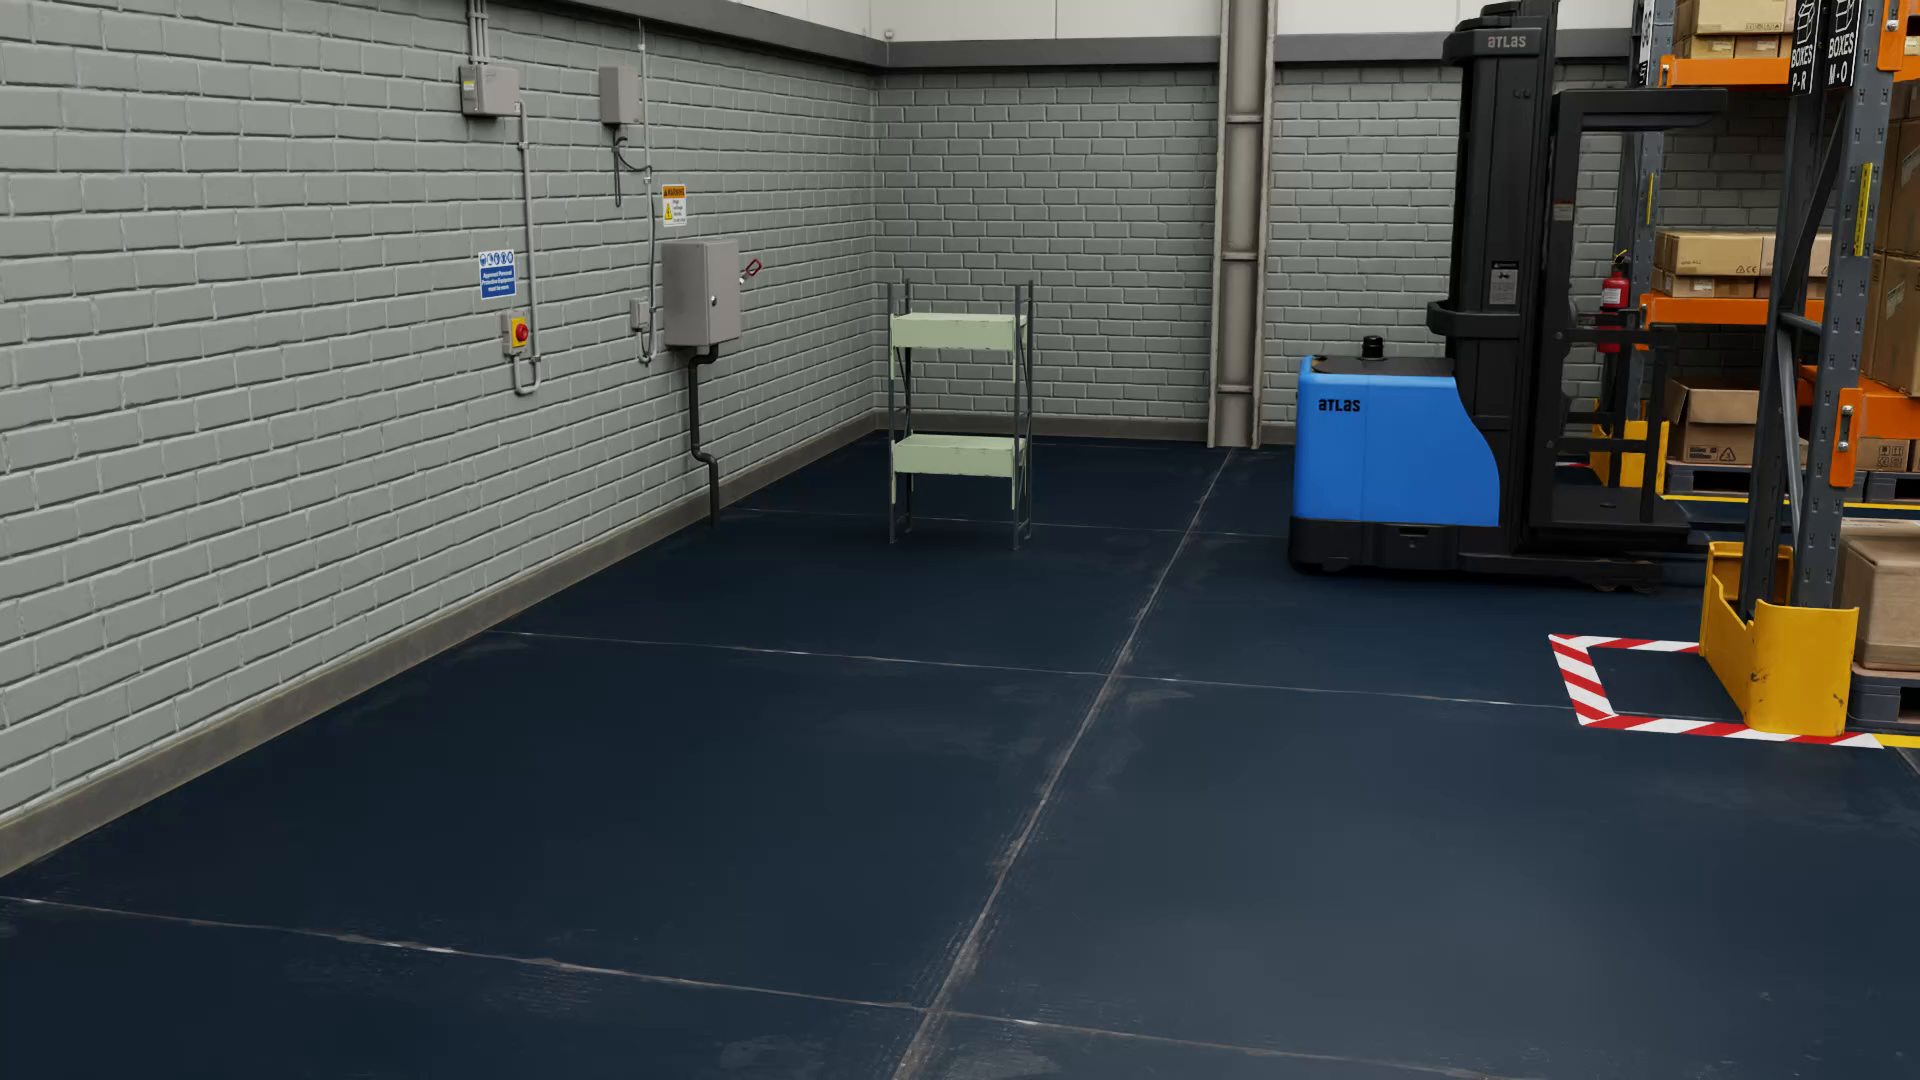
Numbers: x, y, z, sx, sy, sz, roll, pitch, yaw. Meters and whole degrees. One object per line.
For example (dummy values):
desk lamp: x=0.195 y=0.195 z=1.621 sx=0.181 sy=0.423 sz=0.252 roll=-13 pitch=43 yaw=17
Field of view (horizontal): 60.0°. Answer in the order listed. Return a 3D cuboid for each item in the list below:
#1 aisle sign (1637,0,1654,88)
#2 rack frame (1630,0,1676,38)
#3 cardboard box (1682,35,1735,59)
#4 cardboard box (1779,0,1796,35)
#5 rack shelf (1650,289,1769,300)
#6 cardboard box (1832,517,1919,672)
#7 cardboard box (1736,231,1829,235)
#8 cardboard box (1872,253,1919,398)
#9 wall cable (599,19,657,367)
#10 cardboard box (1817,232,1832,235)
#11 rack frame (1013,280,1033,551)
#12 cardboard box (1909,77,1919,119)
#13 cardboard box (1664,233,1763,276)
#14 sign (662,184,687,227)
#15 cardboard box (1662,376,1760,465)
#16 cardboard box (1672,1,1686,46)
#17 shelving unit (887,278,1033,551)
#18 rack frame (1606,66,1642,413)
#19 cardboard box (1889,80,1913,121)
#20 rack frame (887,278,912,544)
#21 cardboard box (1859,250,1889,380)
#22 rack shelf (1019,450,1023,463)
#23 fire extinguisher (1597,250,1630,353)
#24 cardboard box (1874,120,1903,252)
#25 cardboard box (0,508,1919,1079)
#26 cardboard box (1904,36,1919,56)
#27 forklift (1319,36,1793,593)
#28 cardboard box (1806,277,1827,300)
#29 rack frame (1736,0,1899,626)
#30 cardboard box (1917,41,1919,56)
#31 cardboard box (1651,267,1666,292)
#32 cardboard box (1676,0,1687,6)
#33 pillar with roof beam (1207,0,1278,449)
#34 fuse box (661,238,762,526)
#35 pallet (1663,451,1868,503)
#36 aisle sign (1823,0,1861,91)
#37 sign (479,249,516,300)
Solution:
aisle sign: x=4.424 y=-3.094 z=10.752 sx=0.004 sy=0.787 sz=0.394 roll=3 pitch=13 yaw=14
rack frame: x=4.561 y=-4.812 z=10.646 sx=0.127 sy=3.000 sz=1.000 roll=3 pitch=13 yaw=14
cardboard box: x=4.815 y=-3.159 z=10.704 sx=0.250 sy=0.149 sz=0.380 roll=3 pitch=13 yaw=15
cardboard box: x=5.425 y=-3.317 z=10.493 sx=0.500 sy=0.250 sz=0.500 roll=3 pitch=13 yaw=15
rack shelf: x=6.503 y=-1.524 z=10.885 sx=3.809 sy=0.124 sz=0.919 roll=3 pitch=13 yaw=14
cardboard box: x=4.040 y=0.220 z=6.763 sx=0.875 sy=0.438 sz=0.875 roll=3 pitch=13 yaw=12
cardboard box: x=5.571 y=-1.960 z=11.302 sx=0.500 sy=0.250 sz=0.500 roll=3 pitch=13 yaw=14
cardboard box: x=3.773 y=-0.803 z=6.195 sx=0.500 sy=0.500 sz=0.500 roll=3 pitch=13 yaw=13
wall cable: x=-1.776 y=-1.922 z=9.124 sx=0.122 sy=1.984 sz=0.588 roll=3 pitch=13 yaw=14
cardboard box: x=6.051 y=-1.933 z=11.182 sx=0.500 sy=0.250 sz=0.500 roll=3 pitch=13 yaw=15
rack frame: x=0.362 y=-0.713 z=9.484 sx=0.023 sy=1.500 sz=0.400 roll=3 pitch=13 yaw=14
cardboard box: x=3.654 y=-1.616 z=6.056 sx=0.250 sy=0.149 sz=0.380 roll=3 pitch=13 yaw=15
cardboard box: x=4.937 y=-1.875 z=10.919 sx=0.500 sy=0.250 sz=0.500 roll=3 pitch=13 yaw=14
sign: x=-1.674 y=-1.963 z=9.751 sx=0.001 sy=0.242 sz=0.339 roll=3 pitch=13 yaw=14
cardboard box: x=5.132 y=-0.818 z=11.288 sx=0.637 sy=0.503 sz=0.797 roll=3 pitch=13 yaw=11
cardboard box: x=5.058 y=-3.454 z=11.109 sx=0.500 sy=0.250 sz=0.500 roll=3 pitch=13 yaw=13
shelving unit: x=0.006 y=-0.732 z=9.570 sx=0.755 sy=1.500 sz=0.400 roll=3 pitch=13 yaw=14
rack frame: x=4.560 y=-1.882 z=11.293 sx=0.053 sy=2.616 sz=0.949 roll=3 pitch=13 yaw=14
cardboard box: x=3.772 y=-1.716 z=6.507 sx=0.250 sy=0.149 sz=0.380 roll=3 pitch=13 yaw=14
rack frame: x=-0.349 y=-0.751 z=9.655 sx=0.023 sy=1.500 sz=0.400 roll=3 pitch=13 yaw=14
cardboard box: x=3.907 y=-0.919 z=6.718 sx=0.500 sy=0.500 sz=0.500 roll=3 pitch=13 yaw=14
rack shelf: x=0.006 y=-0.483 z=9.625 sx=0.664 sy=0.071 sz=0.332 roll=3 pitch=13 yaw=14
fire extinguisher: x=4.307 y=-1.574 z=10.941 sx=0.183 sy=0.674 sz=0.296 roll=3 pitch=13 yaw=14
cardboard box: x=3.900 y=-1.401 z=6.584 sx=0.500 sy=0.500 sz=0.500 roll=4 pitch=13 yaw=15
cardboard box: x=4.263 y=0.002 z=6.146 sx=13.522 sy=1.550 sz=6.103 roll=3 pitch=13 yaw=13
cardboard box: x=5.794 y=-3.088 z=10.381 sx=0.250 sy=0.149 sz=0.380 roll=3 pitch=13 yaw=13
forklift: x=3.382 y=-1.238 z=8.749 sx=2.937 sy=2.843 sz=1.107 roll=3 pitch=13 yaw=12
cardboard box: x=5.567 y=-1.650 z=10.825 sx=0.250 sy=0.149 sz=0.380 roll=3 pitch=13 yaw=15
rack frame: x=3.375 y=-0.839 z=6.591 sx=0.127 sy=3.000 sz=1.000 roll=3 pitch=13 yaw=14
cardboard box: x=6.049 y=-3.088 z=10.381 sx=0.250 sy=0.149 sz=0.380 roll=3 pitch=13 yaw=13
cardboard box: x=4.947 y=-1.800 z=11.500 sx=0.250 sy=0.149 sz=0.380 roll=3 pitch=13 yaw=13
cardboard box: x=5.059 y=-3.699 z=11.062 sx=0.500 sy=0.250 sz=0.500 roll=3 pitch=13 yaw=12
pillar with roof beam: x=1.128 y=-4.236 z=8.051 sx=0.400 sy=9.000 sz=9.100 roll=3 pitch=13 yaw=14
fuse box: x=-1.460 y=-0.932 z=9.984 sx=0.414 sy=1.711 sz=0.539 roll=3 pitch=13 yaw=14
pallet: x=5.409 y=-0.477 z=11.395 sx=1.213 sy=0.211 sz=1.003 roll=3 pitch=13 yaw=14
aisle sign: x=3.236 y=-2.051 z=6.051 sx=0.004 sy=0.787 sz=0.394 roll=3 pitch=13 yaw=14
sign: x=-2.176 y=-1.252 z=7.827 sx=0.001 sy=0.218 sz=0.327 roll=3 pitch=13 yaw=14
